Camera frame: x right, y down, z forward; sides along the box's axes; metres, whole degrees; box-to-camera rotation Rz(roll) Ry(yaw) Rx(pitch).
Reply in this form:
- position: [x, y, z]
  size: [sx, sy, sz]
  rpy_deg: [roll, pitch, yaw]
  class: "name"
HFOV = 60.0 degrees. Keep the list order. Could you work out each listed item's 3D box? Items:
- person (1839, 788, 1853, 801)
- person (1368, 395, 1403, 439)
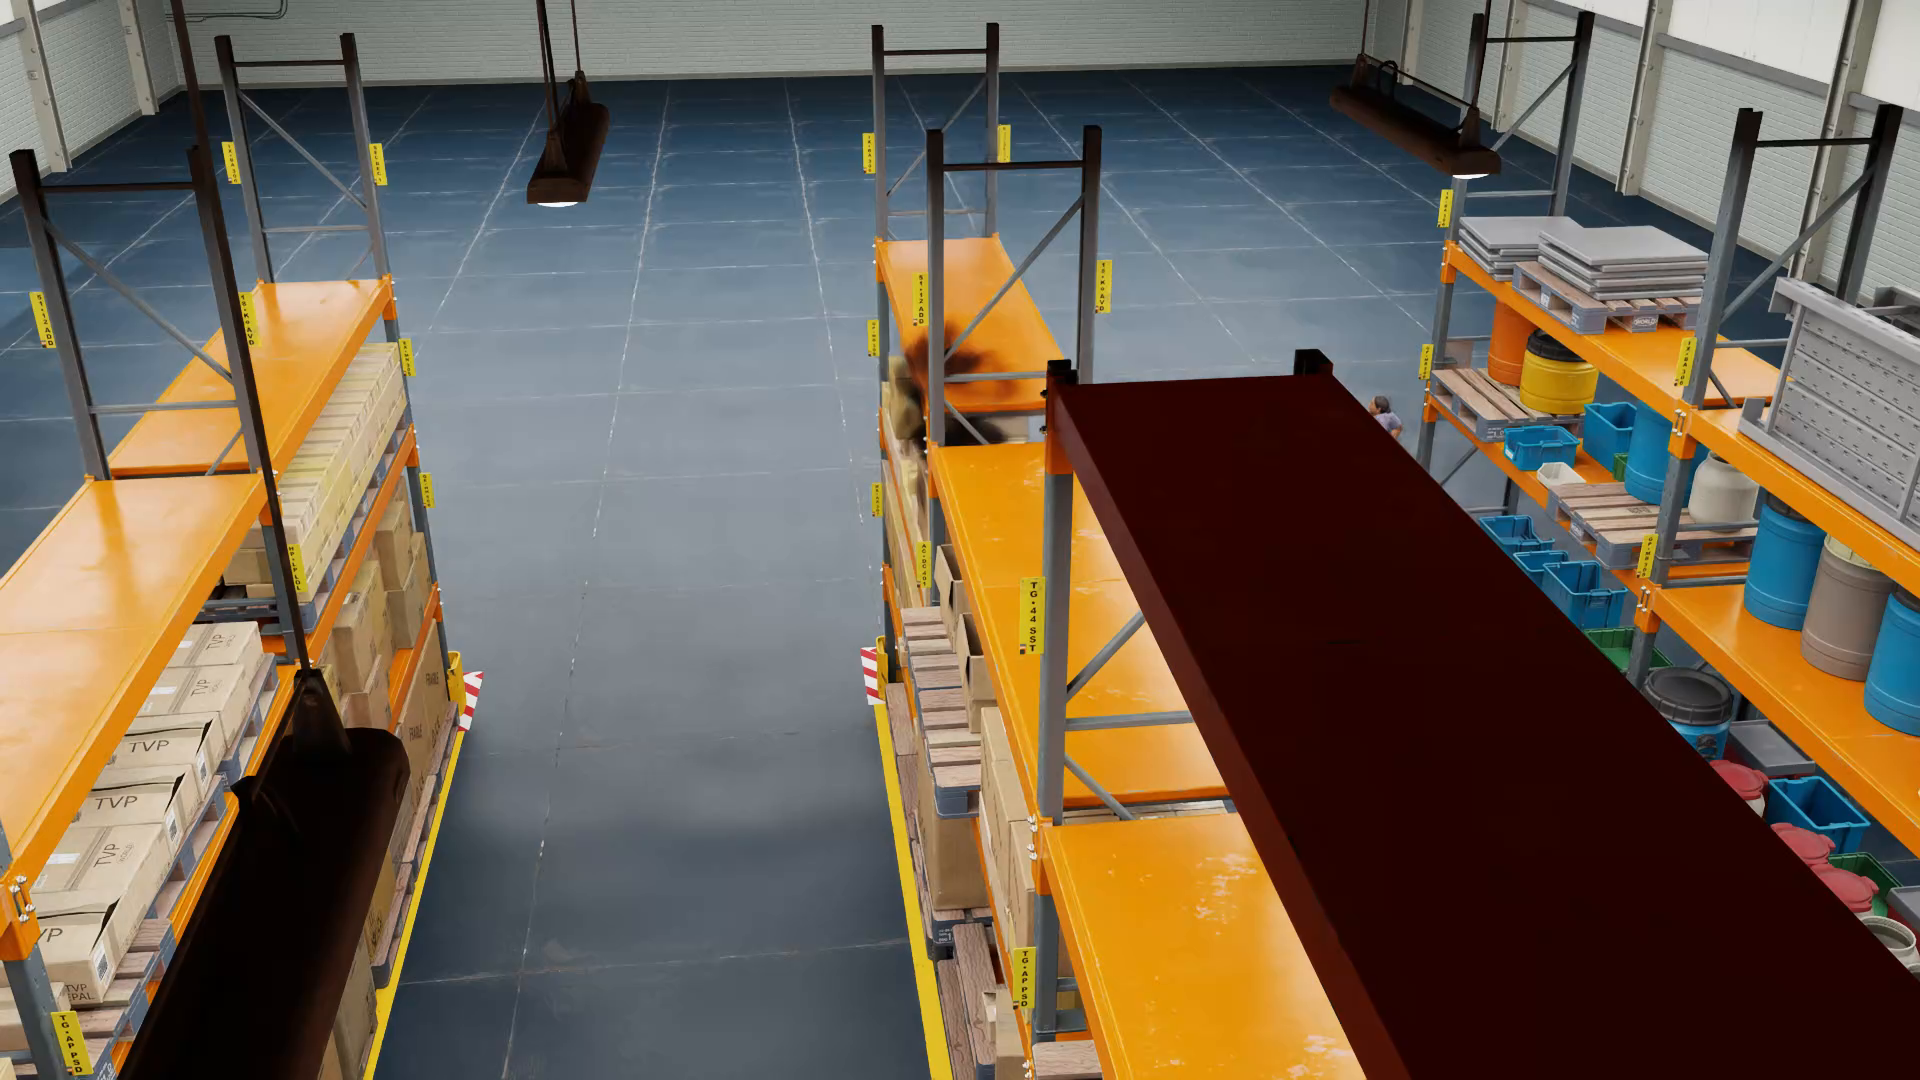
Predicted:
- position: [7.468, 1.475, 13.545]
  size: [0.590, 1.709, 0.717]
  rpy_deg: [-8, 27, -16]
  class: "person"
- position: [4.570, -0.788, 18.261]
  size: [0.815, 1.705, 0.593]
  rpy_deg: [7, 26, 15]
  class: "person"
